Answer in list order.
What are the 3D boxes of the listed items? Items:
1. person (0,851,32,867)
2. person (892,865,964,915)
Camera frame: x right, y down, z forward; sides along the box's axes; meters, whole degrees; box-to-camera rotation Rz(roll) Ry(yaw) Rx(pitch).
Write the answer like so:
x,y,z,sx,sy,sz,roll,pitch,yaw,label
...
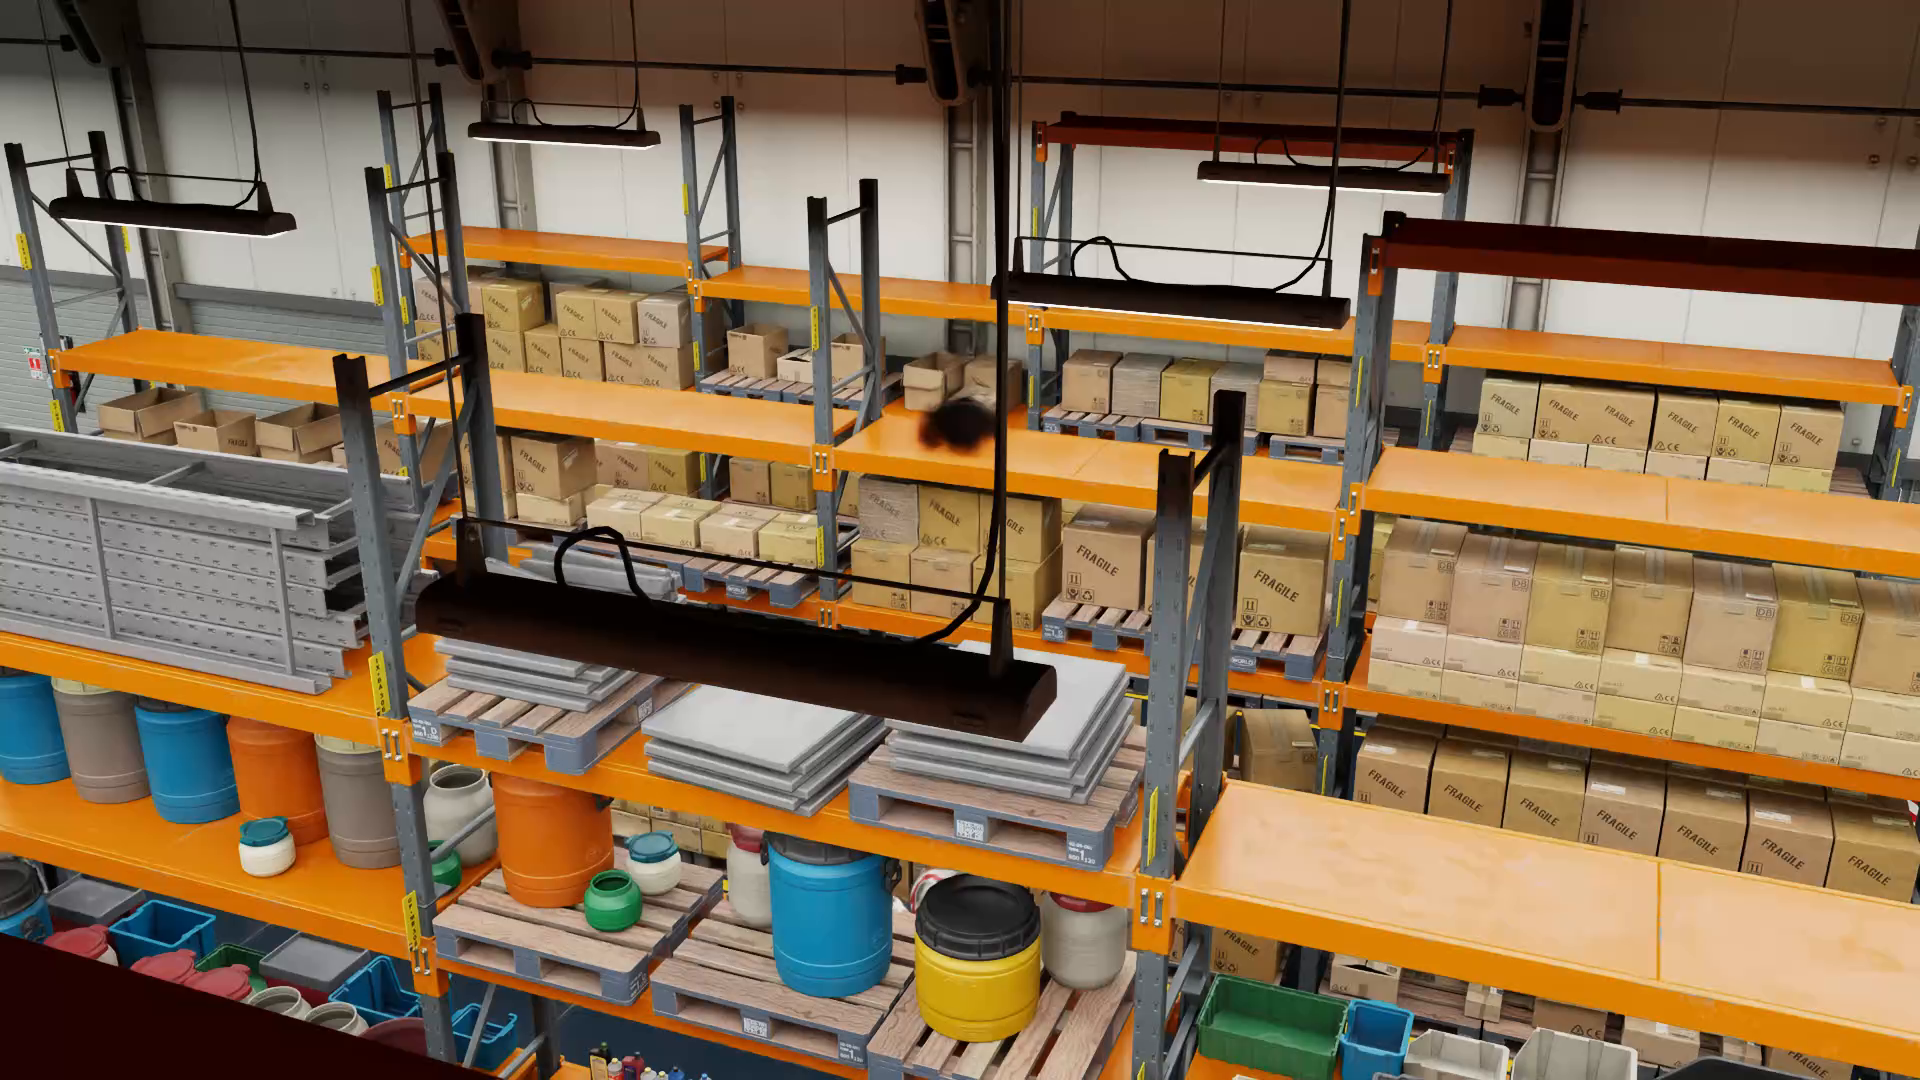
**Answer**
x,y,z,sx,sy,sz,roll,pitch,yaw,label
-7.942,2.516,13.750,0.946,1.425,0.622,14,25,32,person
-0.231,2.900,12.265,0.702,1.781,0.643,2,21,6,person
